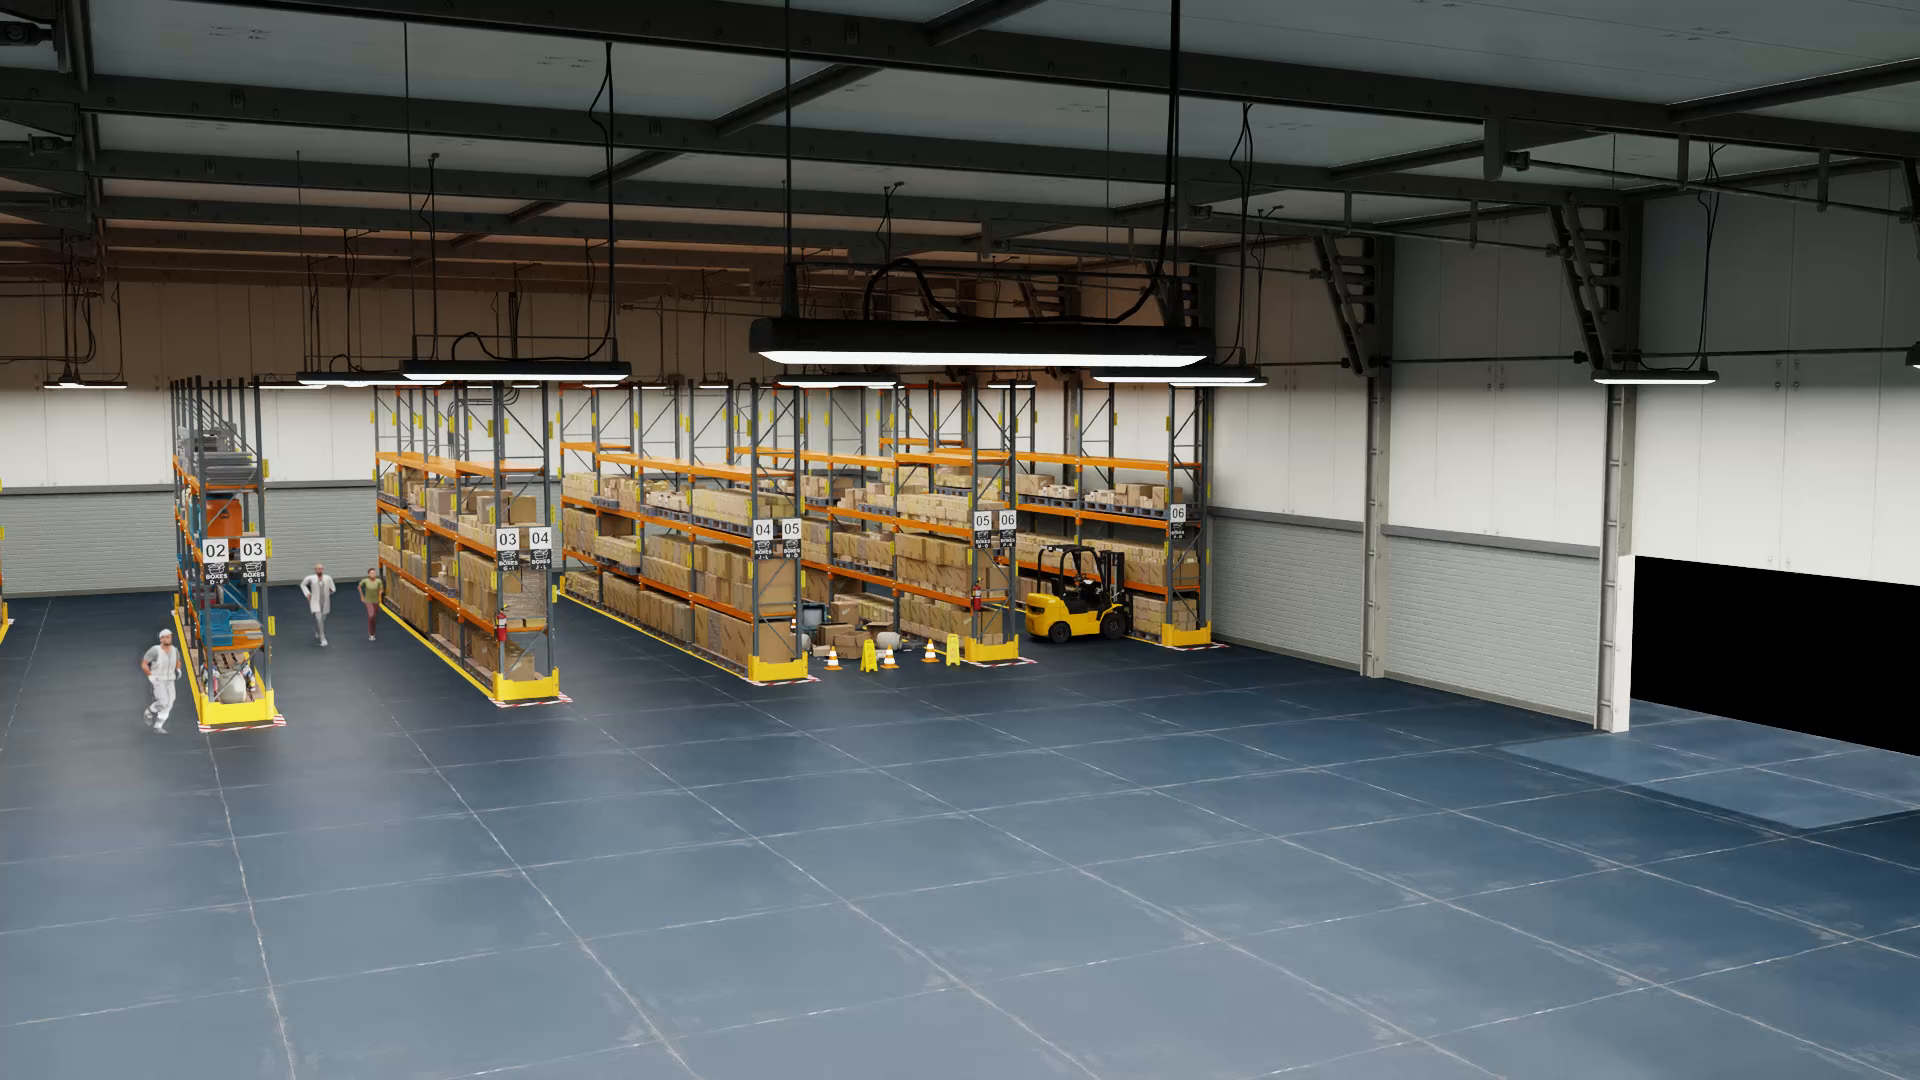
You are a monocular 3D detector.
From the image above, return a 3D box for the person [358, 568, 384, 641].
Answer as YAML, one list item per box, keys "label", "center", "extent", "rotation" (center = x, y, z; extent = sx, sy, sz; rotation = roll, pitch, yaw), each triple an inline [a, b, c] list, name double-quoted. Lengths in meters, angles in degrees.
- label: "person"
  center: [-13.639, 1.487, 38.562]
  extent: [0.514, 1.710, 0.821]
  rotation: [-4, 6, -38]

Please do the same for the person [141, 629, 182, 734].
- label: "person"
  center: [-13.448, 2.368, 28.084]
  extent: [0.578, 1.734, 0.673]
  rotation: [3, 6, 29]

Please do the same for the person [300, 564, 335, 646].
- label: "person"
  center: [-14.591, 1.453, 37.903]
  extent: [0.705, 1.802, 1.046]
  rotation: [-4, 7, -39]
